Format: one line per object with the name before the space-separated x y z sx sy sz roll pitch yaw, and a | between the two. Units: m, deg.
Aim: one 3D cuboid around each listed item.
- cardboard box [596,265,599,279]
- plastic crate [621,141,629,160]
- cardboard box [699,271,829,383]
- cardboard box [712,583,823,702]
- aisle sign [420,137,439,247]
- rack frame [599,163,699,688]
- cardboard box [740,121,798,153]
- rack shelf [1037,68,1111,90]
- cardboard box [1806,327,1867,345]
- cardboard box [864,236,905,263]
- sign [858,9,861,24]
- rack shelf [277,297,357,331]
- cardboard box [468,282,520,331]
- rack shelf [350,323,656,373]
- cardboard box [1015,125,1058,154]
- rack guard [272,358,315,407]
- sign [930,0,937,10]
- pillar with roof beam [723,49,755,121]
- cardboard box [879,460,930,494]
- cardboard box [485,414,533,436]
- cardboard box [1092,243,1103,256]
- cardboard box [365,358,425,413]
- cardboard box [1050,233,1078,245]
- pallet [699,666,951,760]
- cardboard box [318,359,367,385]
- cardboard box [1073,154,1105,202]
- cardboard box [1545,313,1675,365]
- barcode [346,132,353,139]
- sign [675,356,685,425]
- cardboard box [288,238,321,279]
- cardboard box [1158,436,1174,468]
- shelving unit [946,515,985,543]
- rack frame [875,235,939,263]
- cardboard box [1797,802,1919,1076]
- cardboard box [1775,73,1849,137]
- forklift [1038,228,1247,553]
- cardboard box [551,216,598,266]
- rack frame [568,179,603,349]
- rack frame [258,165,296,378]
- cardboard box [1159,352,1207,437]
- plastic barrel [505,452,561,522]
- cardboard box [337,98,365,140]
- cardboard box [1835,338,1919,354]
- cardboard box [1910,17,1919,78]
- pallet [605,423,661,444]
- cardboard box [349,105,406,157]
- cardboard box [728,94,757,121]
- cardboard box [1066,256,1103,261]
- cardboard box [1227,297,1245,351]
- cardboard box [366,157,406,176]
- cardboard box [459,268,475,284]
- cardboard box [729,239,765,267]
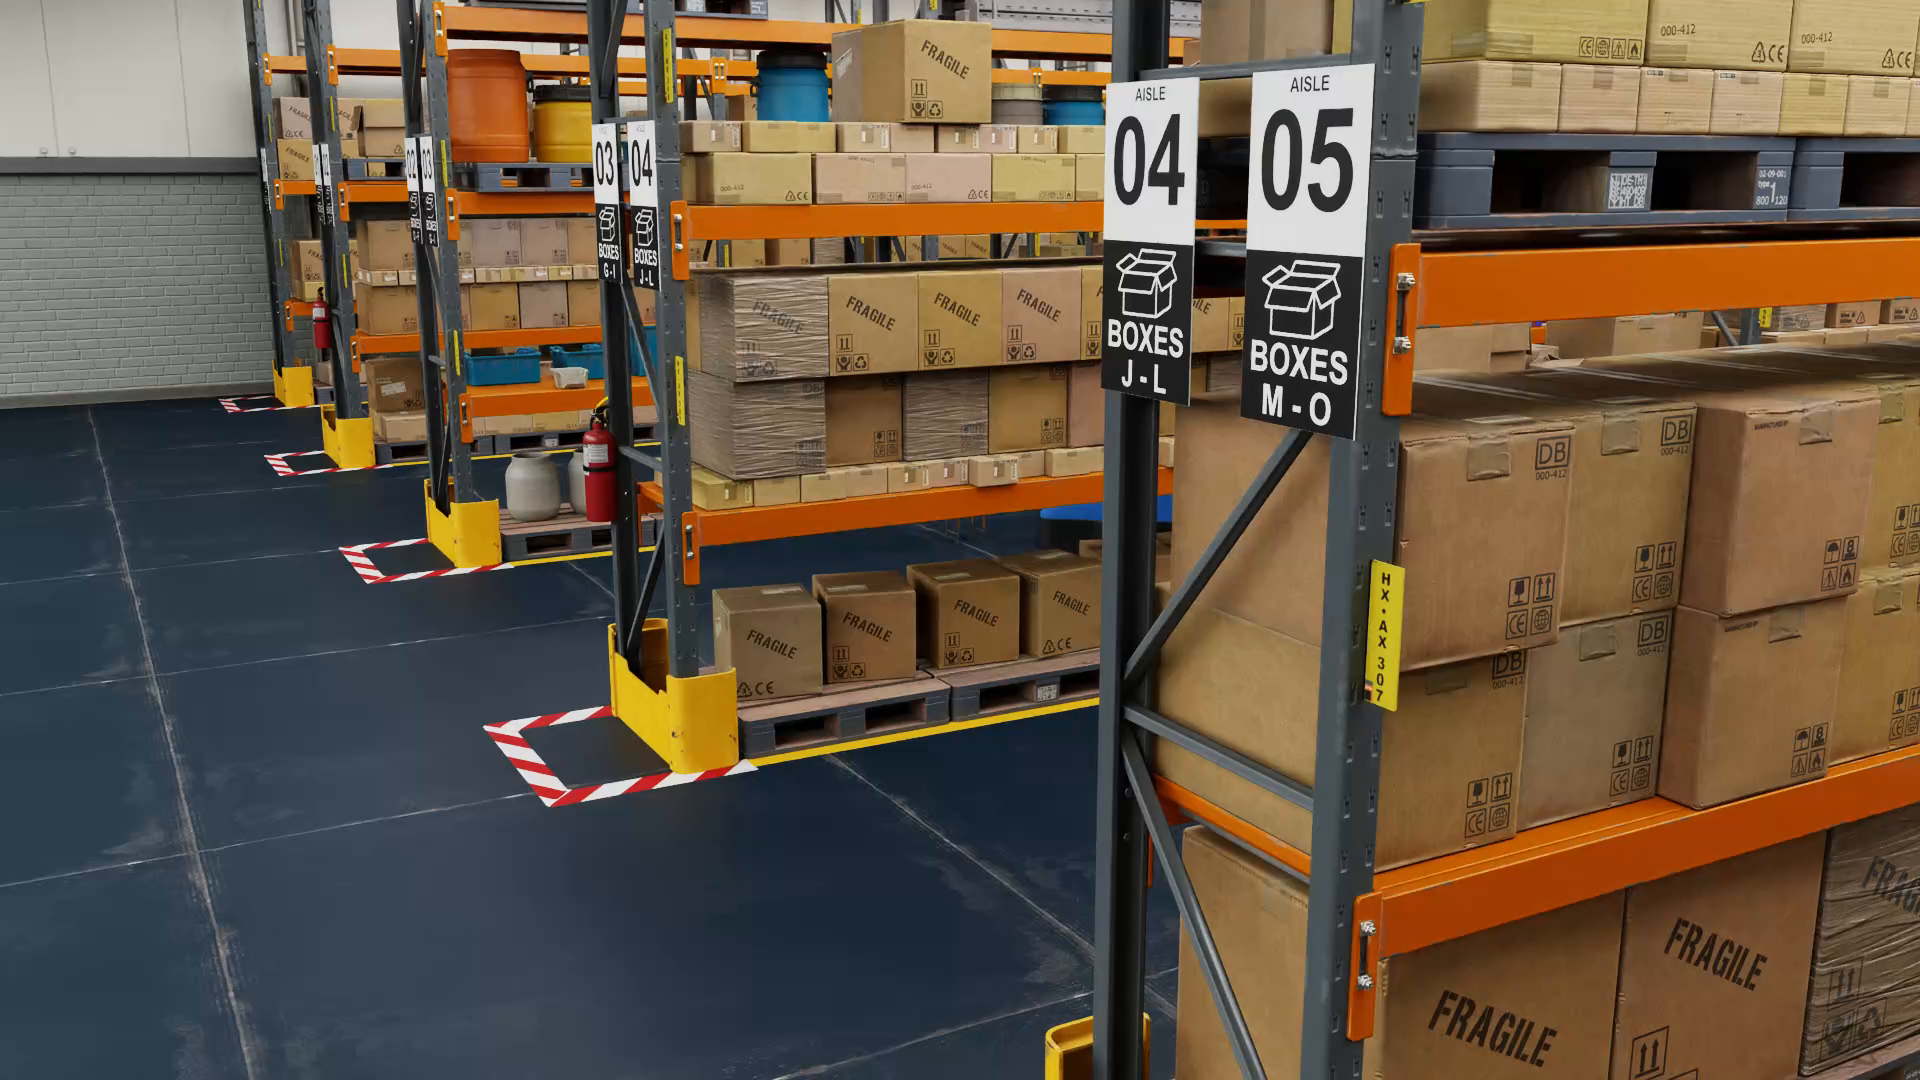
cardboard box | -3.871 -2.920 18.049 0.250 0.149 0.380 -7 14 -28
plastic crate | -2.452 -3.070 13.624 0.575 0.384 0.392 -7 14 -28
cardboard box | -0.995 -1.089 8.431 0.500 0.500 0.500 -7 14 -28
cardboard box | -1.052 0.551 9.067 0.500 0.500 0.500 -4 13 -17
aisle sign | -3.904 -2.560 12.233 0.004 0.787 0.394 -7 14 -28
rack frame | -1.608 -0.401 8.561 0.127 3.000 1.000 -7 14 -28
cardboard box | -0.982 -1.979 8.174 0.250 0.149 0.380 -6 14 -27
rack shelf | 2.426 -5.744 21.185 4.000 0.370 1.077 -7 14 -28
cardboard box | 6.422 -1.345 12.527 0.500 0.500 0.500 -7 15 -29
cardboard box | -1.158 -4.312 24.988 0.500 0.500 0.500 -6 14 -26
sign | -1.438 -7.424 23.796 0.005 0.325 0.100 -7 14 -28
rack shelf | -6.973 -3.125 22.300 4.000 0.370 1.077 -7 14 -28
cardboard box | -5.039 -2.514 17.719 0.500 0.500 0.700 -7 14 -27
rack shelf | -4.596 -2.170 18.060 4.000 0.370 1.077 -7 14 -28
cardboard box | 0.323 -2.166 9.004 0.250 0.149 0.380 -7 15 -30
rack guard | -8.662 -2.054 21.596 0.348 0.500 1.175 -7 14 -28
sign | -0.217 -4.494 13.560 0.005 0.325 0.100 -7 14 -28
pillar with roof beam | -1.199 -6.234 20.814 0.400 9.000 9.100 -7 14 -28
cardboard box | -0.356 -0.364 8.968 0.250 0.149 0.380 -7 14 -28
cardboard box | -4.898 -1.294 17.832 0.500 0.250 0.500 -7 14 -28
cardboard box | 2.063 -3.554 21.383 0.500 0.500 0.700 -4 13 -17
cardboard box | -6.024 -1.654 17.725 0.500 0.500 0.500 -7 14 -28
cardboard box | 1.520 -4.634 26.418 0.500 0.500 0.500 -7 15 -29
pallet | -0.812 0.872 9.252 1.213 0.211 1.003 -7 14 -28
cardboard box | -8.078 -2.224 21.779 0.500 0.311 0.500 -9 15 -34
cardboard box | 0.719 -2.007 9.203 0.500 0.250 0.500 -7 14 -28
cardboard box | 4.517 -1.354 11.610 0.500 0.500 0.700 -5 13 -20
barcode | -6.318 -4.182 17.207 0.075 0.075 0.001 -7 14 -28
sign | -1.348 -0.719 8.002 0.005 0.325 0.100 -7 14 -28
cardboard box | -8.417 -3.658 21.620 0.500 0.500 0.500 -7 14 -28
cardboard box | 1.216 -0.533 9.720 0.250 0.149 0.380 -7 14 -28
shelving unit | 0.047 -0.518 13.519 0.252 1.050 0.215 -7 14 -28
rack frame | -0.471 -1.777 14.672 0.127 3.000 1.000 -7 14 -28
cardboard box | 2.815 1.124 5.665 0.875 0.875 0.875 -7 14 -27
cardboard box | 2.020 -1.110 4.266 0.250 0.149 0.380 -7 14 -28
forklift | 2.170 -1.366 13.003 3.031 2.935 1.130 1 13 6
cardboard box | -4.110 -3.260 18.079 0.500 0.500 0.700 -7 14 -28
rack frame | -5.218 -3.686 23.156 0.127 3.000 1.000 -7 14 -28
rack frame | -8.728 -3.265 21.286 0.127 3.000 1.000 -7 14 -28
cardboard box | 1.022 -0.935 10.026 0.500 0.500 0.875 -7 14 -28
plastic barrel | -3.441 -0.431 13.403 0.421 0.512 0.421 0 13 0
cardboard box | -7.809 -5.312 20.997 0.500 0.500 0.500 -7 14 -29
cardboard box | 3.423 -0.343 5.502 0.550 0.550 0.875 -7 14 -28
cardboard box | 2.554 -1.385 4.578 0.500 0.250 0.500 -7 14 -28
pallet | -3.559 -1.296 18.886 1.213 0.211 1.003 -7 14 -28
cardboard box | -5.845 -4.158 16.909 0.637 0.503 0.797 -6 14 -24
cardboard box | -2.280 -4.750 18.729 0.500 0.500 0.500 -7 14 -27
cardboard box | 0.948 -1.453 10.050 0.500 0.500 0.500 -7 14 -28
cardboard box | 1.639 -1.404 9.832 0.500 0.500 0.500 -7 14 -28
cardboard box | -7.373 -4.879 21.352 0.500 0.500 0.500 -6 14 -25
cardboard box | -5.231 -2.756 17.320 0.250 0.149 0.380 -7 14 -29
cardboard box | -3.197 -4.183 24.137 0.500 0.500 0.700 -7 14 -28
